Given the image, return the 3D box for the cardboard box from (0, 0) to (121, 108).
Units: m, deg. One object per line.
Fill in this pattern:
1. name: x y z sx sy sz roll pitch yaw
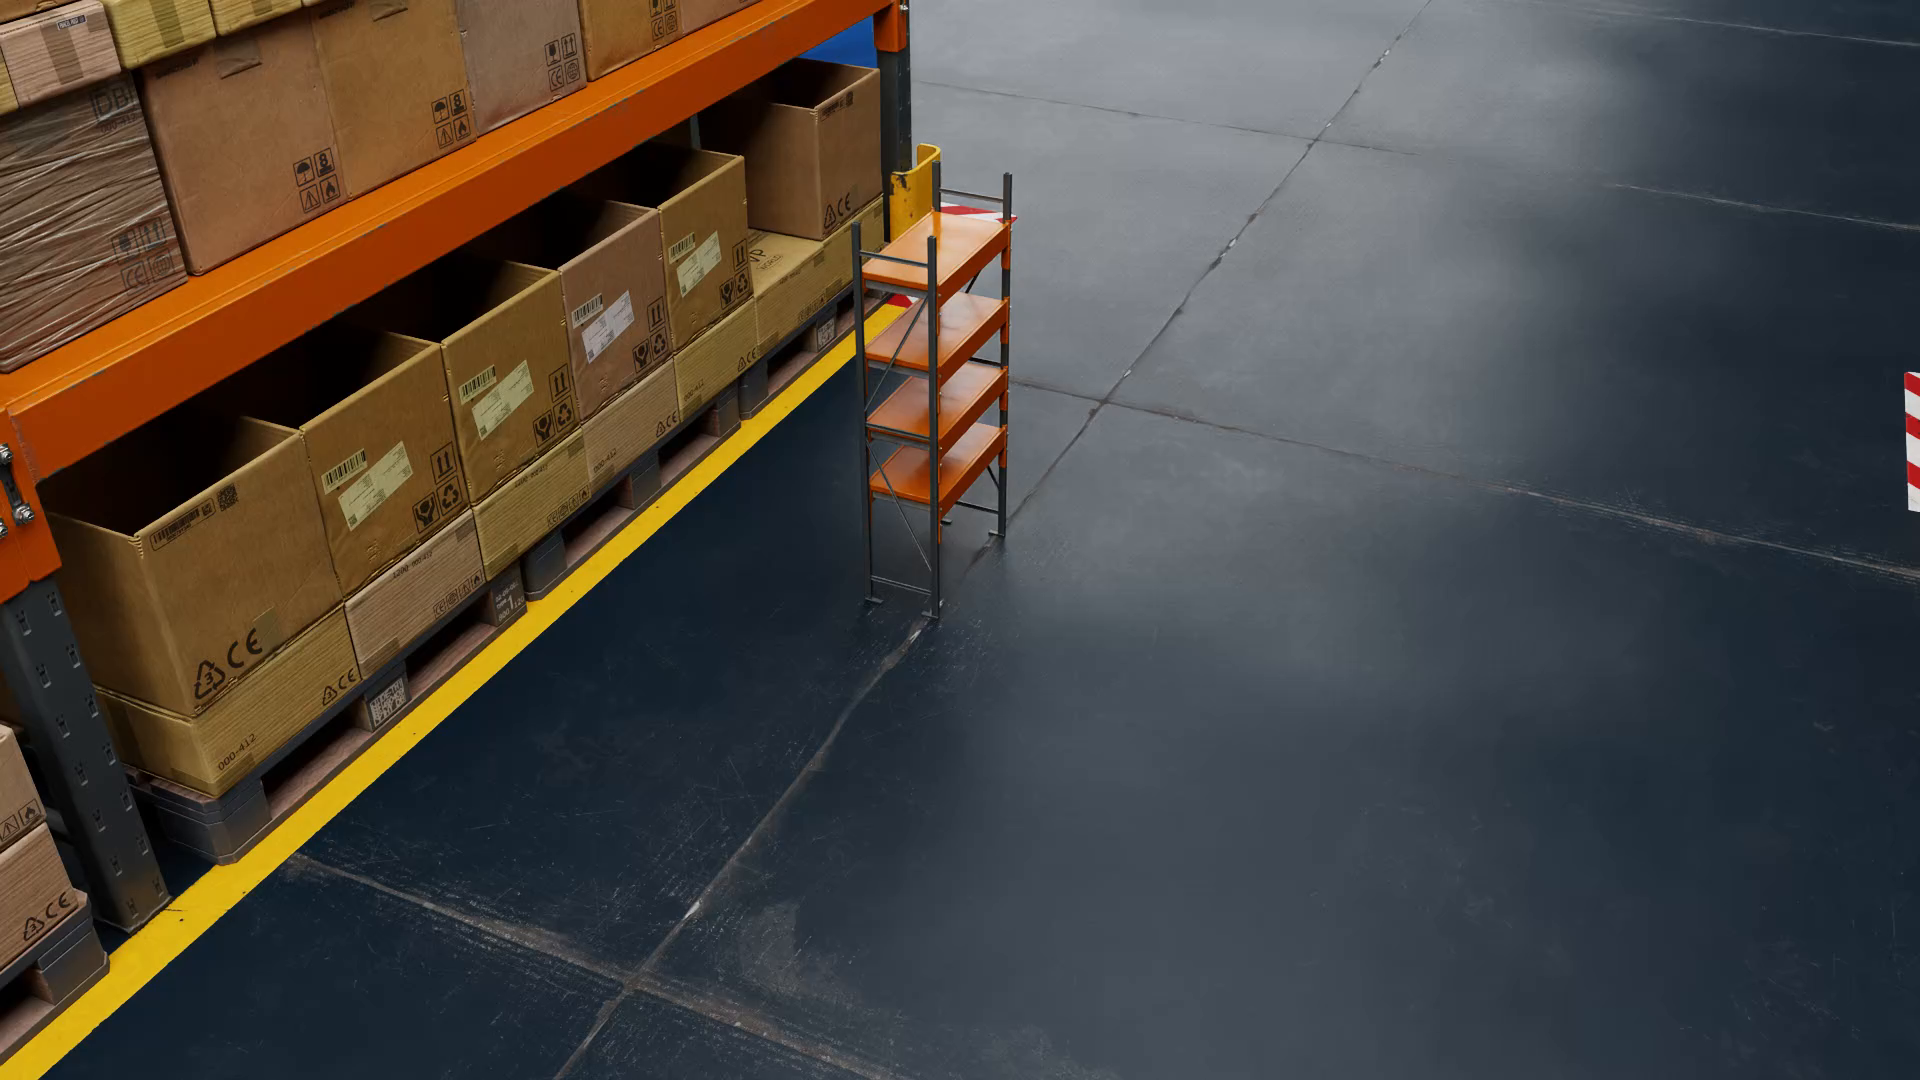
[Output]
1. cardboard box: -1.952 -1.009 3.371 0.380 0.149 0.250 15 36 21

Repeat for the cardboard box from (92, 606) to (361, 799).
1. cardboard box: -1.876 0.331 4.134 0.500 0.250 0.500 14 36 20

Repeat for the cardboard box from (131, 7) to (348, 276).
1. cardboard box: -1.951 -1.010 3.964 0.700 0.500 0.500 14 36 20

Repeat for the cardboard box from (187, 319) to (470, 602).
1. cardboard box: -1.665 -0.231 4.307 0.500 0.500 0.500 14 36 20

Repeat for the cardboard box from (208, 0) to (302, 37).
1. cardboard box: -1.737 -1.269 3.767 0.380 0.149 0.250 14 36 20

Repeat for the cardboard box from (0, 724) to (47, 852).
1. cardboard box: -2.254 0.526 3.326 0.500 0.311 0.500 14 36 20

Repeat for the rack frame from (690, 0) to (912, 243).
1. rack frame: -0.672 -2.474 6.287 1.000 3.000 0.127 14 36 20

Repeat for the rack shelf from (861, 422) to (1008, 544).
1. rack shelf: -0.069 -0.197 4.941 0.258 0.148 0.480 14 36 20

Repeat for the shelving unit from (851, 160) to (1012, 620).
1. shelving unit: -0.069 -0.419 4.795 0.258 1.200 0.503 14 36 20

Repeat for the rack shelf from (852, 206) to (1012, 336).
1. rack shelf: -0.069 -0.748 4.580 0.258 0.148 0.480 14 36 20

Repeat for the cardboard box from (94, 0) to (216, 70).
1. cardboard box: -1.846 -1.138 3.567 0.380 0.149 0.250 13 36 19

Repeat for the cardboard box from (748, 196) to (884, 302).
1. cardboard box: -0.628 -1.165 6.415 0.500 0.250 0.500 14 36 20

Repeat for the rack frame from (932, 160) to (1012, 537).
1. rack frame: 0.033 -0.541 4.981 0.240 1.200 0.015 14 36 20

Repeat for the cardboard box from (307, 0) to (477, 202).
1. cardboard box: -1.737 -1.259 4.343 0.700 0.500 0.500 15 36 21

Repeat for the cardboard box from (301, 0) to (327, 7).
1. cardboard box: -1.631 -1.393 3.956 0.380 0.149 0.250 13 35 19

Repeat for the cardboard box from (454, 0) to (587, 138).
1. cardboard box: -1.524 -1.514 4.733 0.700 0.500 0.500 15 36 22

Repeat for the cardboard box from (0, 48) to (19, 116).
1. cardboard box: -2.057 -0.884 3.180 0.380 0.149 0.250 14 36 20

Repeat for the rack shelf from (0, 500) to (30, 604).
1. rack shelf: -3.182 0.815 1.927 1.077 0.370 4.000 14 36 20

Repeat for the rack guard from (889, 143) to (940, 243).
1. rack guard: -0.662 -1.440 6.991 1.175 0.500 0.348 14 36 20

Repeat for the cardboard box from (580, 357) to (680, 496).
1. cardboard box: -1.244 -0.415 5.272 0.500 0.250 0.500 14 36 20

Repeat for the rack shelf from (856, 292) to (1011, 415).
1. rack shelf: -0.069 -0.550 4.710 0.258 0.148 0.480 14 36 20

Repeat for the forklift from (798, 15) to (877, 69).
1. forklift: -1.799 -2.952 7.080 3.031 2.935 1.130 -13 35 -19

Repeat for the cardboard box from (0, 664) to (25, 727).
1. cardboard box: -2.350 0.212 4.316 0.500 0.250 0.500 14 36 20

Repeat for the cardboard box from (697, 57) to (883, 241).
1. cardboard box: -0.626 -1.478 6.209 0.500 0.500 0.500 14 36 20

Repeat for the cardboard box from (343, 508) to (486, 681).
1. cardboard box: -1.662 0.083 4.512 0.500 0.250 0.500 14 36 20

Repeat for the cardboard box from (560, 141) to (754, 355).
1. cardboard box: -1.031 -0.976 5.444 0.500 0.500 0.500 14 36 20

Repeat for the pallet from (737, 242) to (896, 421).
1. pallet: -0.954 -0.917 6.456 1.003 0.211 1.213 14 36 20

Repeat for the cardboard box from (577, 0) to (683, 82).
1. cardboard box: -1.307 -1.777 5.134 0.700 0.500 0.500 14 36 21

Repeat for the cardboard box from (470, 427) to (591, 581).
1. cardboard box: -1.448 -0.164 4.890 0.500 0.250 0.500 14 36 20

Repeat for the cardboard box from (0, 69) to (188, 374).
1. cardboard box: -2.165 -0.746 3.561 0.700 0.500 0.500 13 36 19

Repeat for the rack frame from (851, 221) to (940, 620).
1. rack frame: -0.171 -0.298 4.610 0.240 1.200 0.015 14 36 20

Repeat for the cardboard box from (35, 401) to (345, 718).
1. cardboard box: -1.867 0.020 3.925 0.500 0.500 0.500 14 36 20

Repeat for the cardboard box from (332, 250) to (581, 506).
1. cardboard box: -1.449 -0.478 4.684 0.500 0.500 0.500 14 36 20

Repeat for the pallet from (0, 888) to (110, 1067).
1. pallet: -2.618 1.060 3.440 1.003 0.211 1.213 14 36 20

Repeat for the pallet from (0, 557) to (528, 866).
1. pallet: -1.974 0.298 4.603 1.003 0.211 1.213 14 36 20

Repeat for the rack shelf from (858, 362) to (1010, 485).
1. rack shelf: -0.069 -0.363 4.832 0.258 0.148 0.480 14 36 20

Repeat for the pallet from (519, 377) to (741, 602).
1. pallet: -1.465 -0.312 5.533 1.003 0.211 1.213 14 36 20

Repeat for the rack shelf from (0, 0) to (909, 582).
1. rack shelf: -1.509 -1.177 4.965 1.077 0.370 4.000 14 36 20

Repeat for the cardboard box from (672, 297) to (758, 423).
1. cardboard box: -1.034 -0.663 5.651 0.500 0.250 0.500 14 36 20

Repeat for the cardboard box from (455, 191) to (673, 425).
1. cardboard box: -1.241 -0.728 5.065 0.500 0.500 0.500 14 36 20

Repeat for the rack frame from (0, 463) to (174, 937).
1. rack frame: -2.345 -0.482 3.249 1.000 3.000 0.127 14 36 20

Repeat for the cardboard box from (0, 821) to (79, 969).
1. cardboard box: -2.255 0.766 3.471 0.500 0.250 0.500 14 36 20

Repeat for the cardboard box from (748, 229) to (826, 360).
1. cardboard box: -0.826 -0.913 6.031 0.500 0.250 0.500 14 36 20

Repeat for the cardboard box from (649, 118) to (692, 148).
1. cardboard box: -1.306 -1.348 6.010 0.500 0.500 0.500 14 36 20

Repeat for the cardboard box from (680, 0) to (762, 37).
1. cardboard box: -1.094 -2.023 5.509 0.700 0.500 0.500 15 36 22
